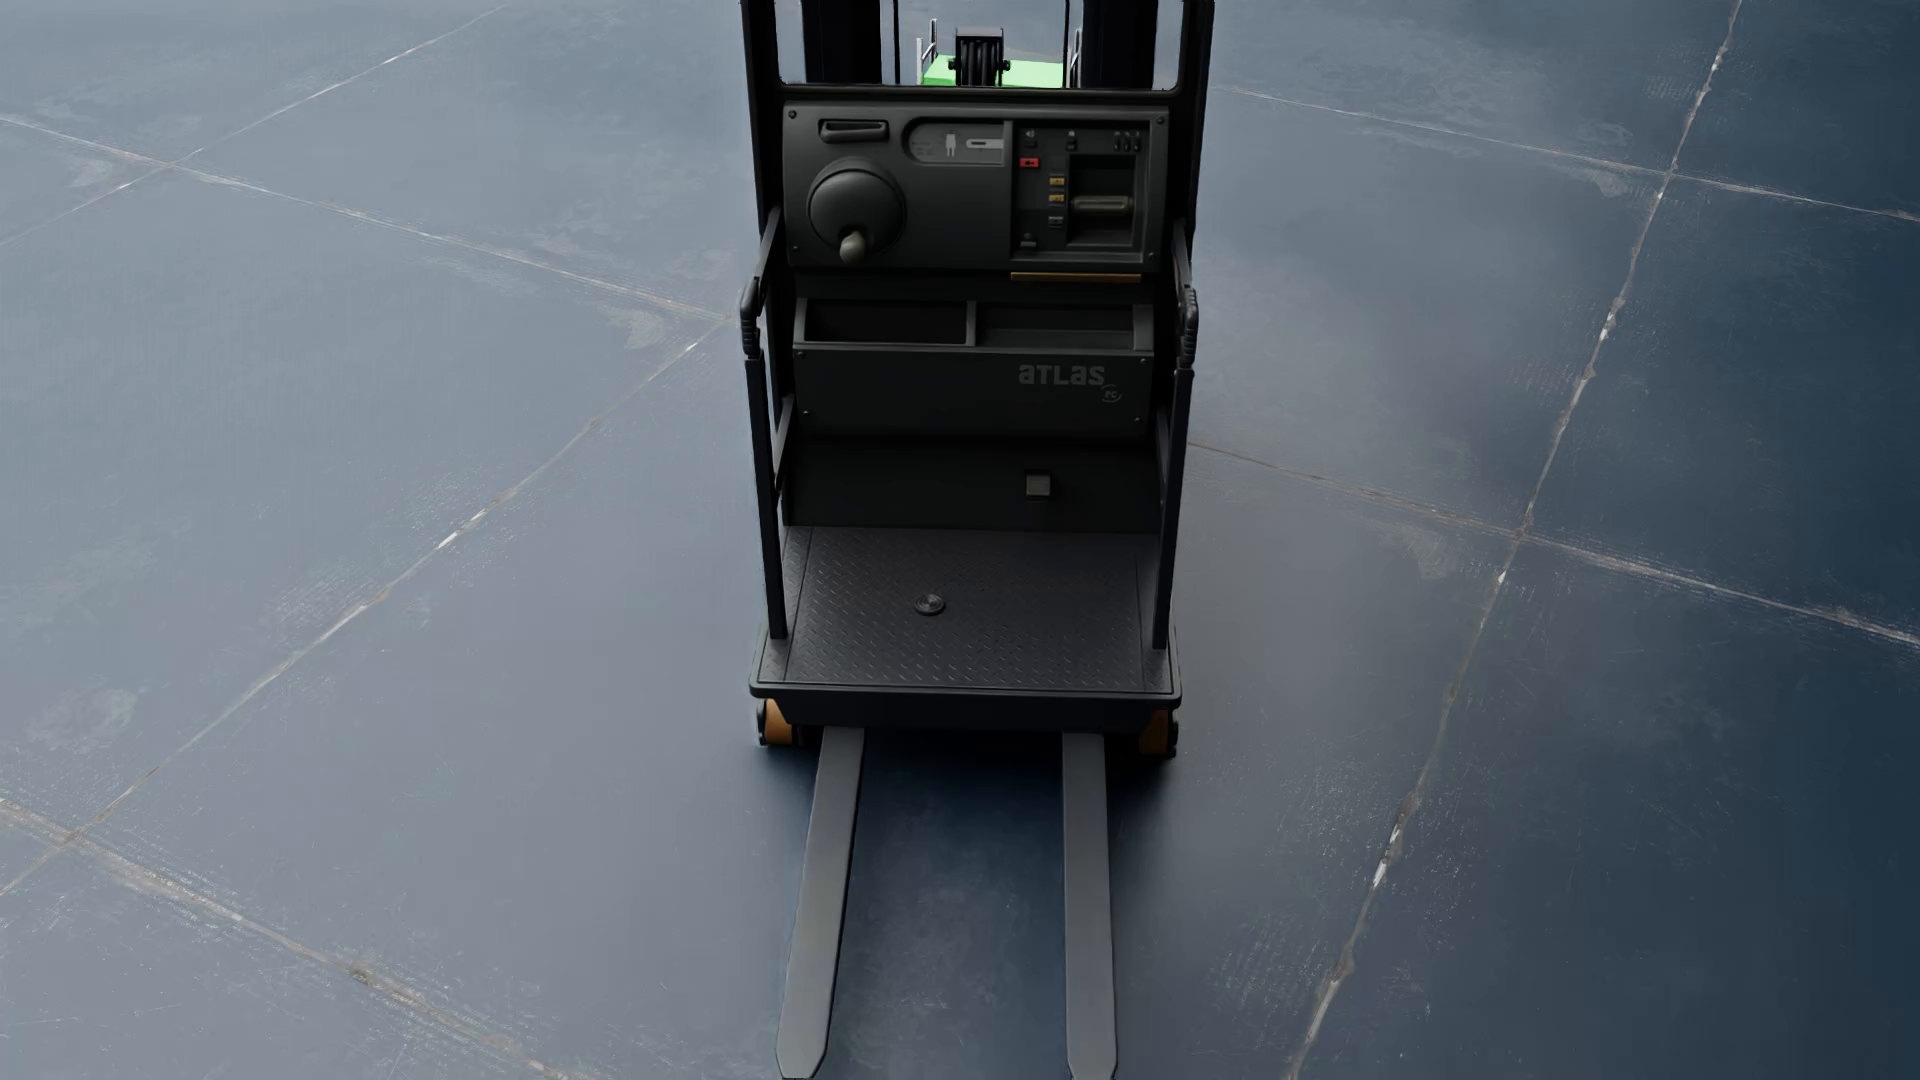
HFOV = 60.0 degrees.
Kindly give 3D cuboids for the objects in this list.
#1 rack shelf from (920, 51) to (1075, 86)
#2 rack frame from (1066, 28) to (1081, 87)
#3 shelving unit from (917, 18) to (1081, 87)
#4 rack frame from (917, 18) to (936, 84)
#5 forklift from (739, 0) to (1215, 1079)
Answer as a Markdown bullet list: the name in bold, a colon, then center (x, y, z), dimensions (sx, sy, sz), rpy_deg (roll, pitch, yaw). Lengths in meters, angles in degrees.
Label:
- **rack shelf**: center (0.128, -1.501, 5.534), dimensions (0.480, 0.148, 0.258), rpy_deg (7, 34, 8)
- **rack frame**: center (0.362, -1.125, 5.726), dimensions (0.015, 1.200, 0.240), rpy_deg (7, 34, 8)
- **shelving unit**: center (0.122, -1.152, 5.761), dimensions (0.503, 1.200, 0.258), rpy_deg (7, 34, 8)
- **rack frame**: center (-0.117, -1.180, 5.797), dimensions (0.015, 1.200, 0.240), rpy_deg (7, 34, 8)
- **forklift**: center (0.030, -0.787, 3.863), dimensions (1.130, 2.935, 3.031), rpy_deg (1, 37, 2)
